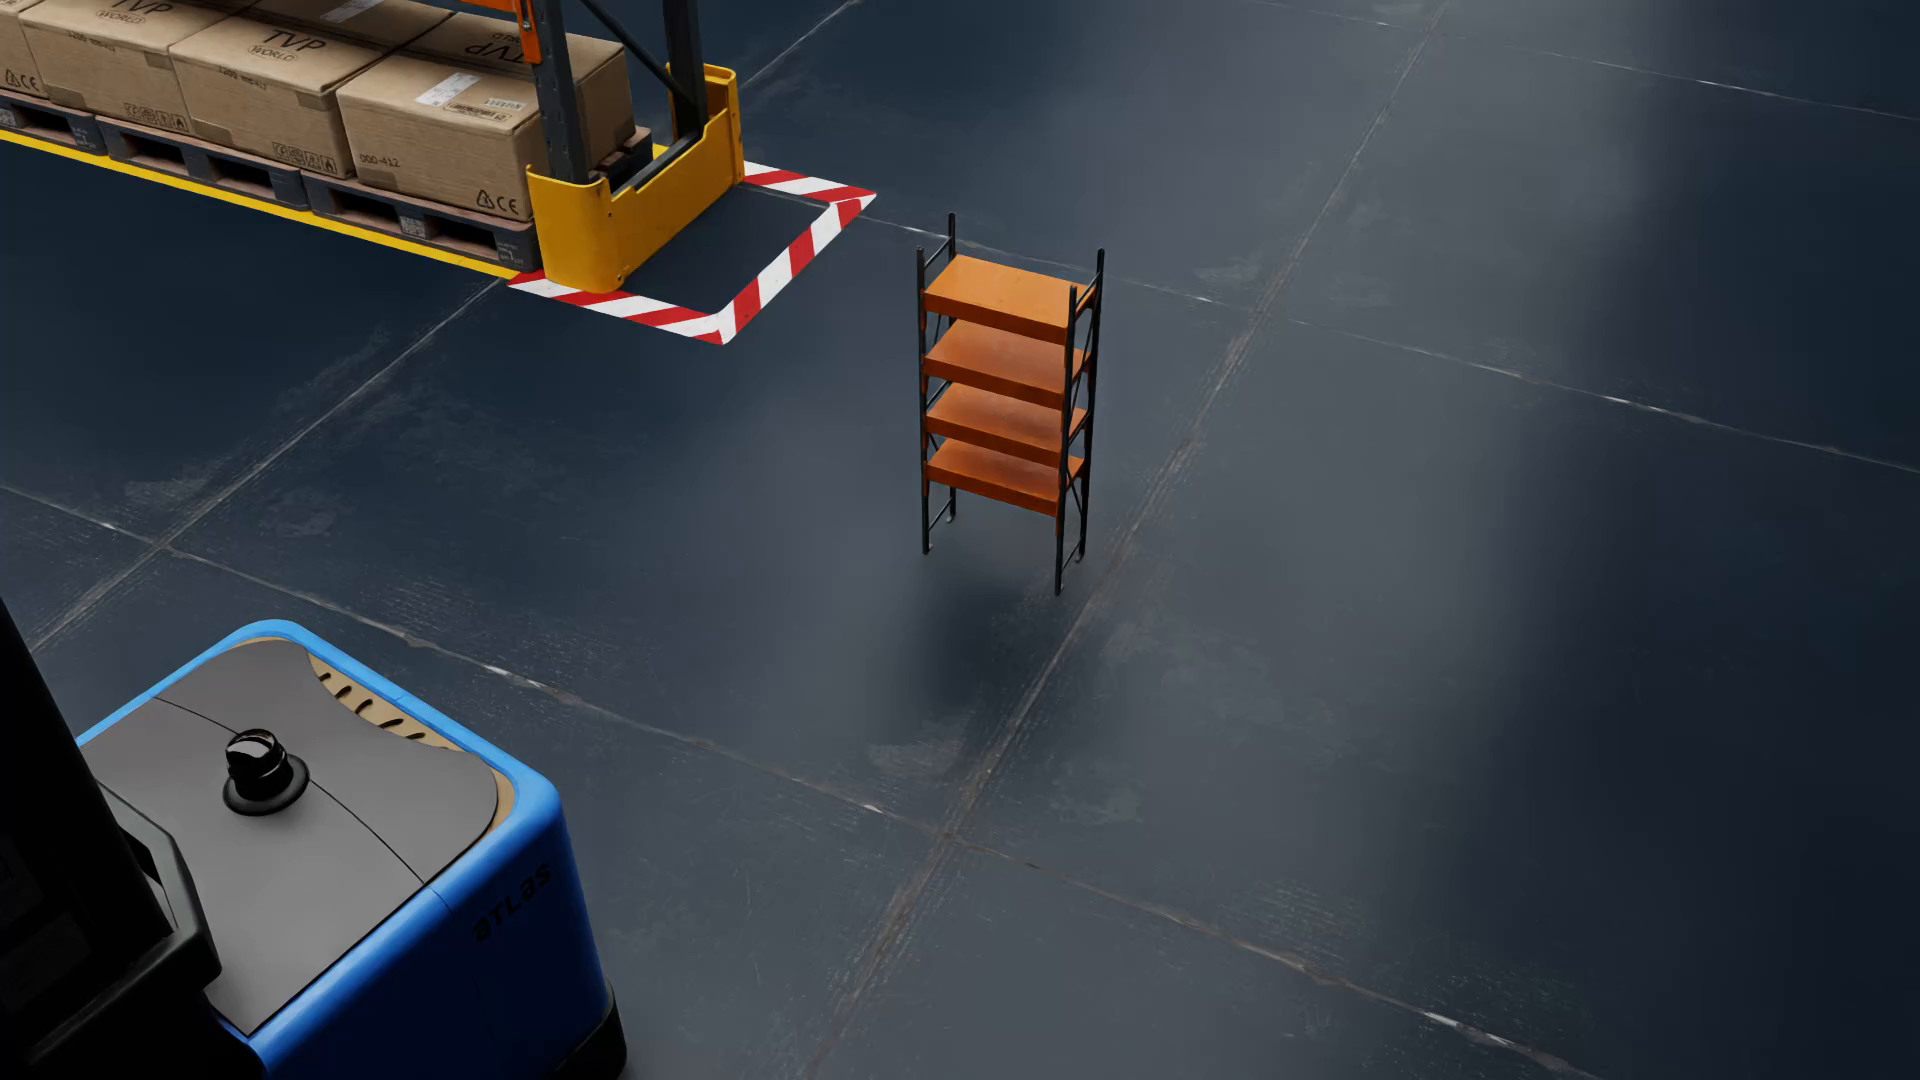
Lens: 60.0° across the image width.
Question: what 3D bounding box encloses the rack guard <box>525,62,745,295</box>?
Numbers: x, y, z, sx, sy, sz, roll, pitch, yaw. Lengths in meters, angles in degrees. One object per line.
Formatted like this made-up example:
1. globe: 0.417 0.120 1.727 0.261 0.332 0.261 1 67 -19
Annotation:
1. rack guard: -1.375 -1.592 7.206 0.348 0.500 1.175 17 44 19

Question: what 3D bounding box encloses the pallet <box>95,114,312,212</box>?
1. pallet: -3.256 -2.004 7.900 1.213 0.211 1.003 17 44 19

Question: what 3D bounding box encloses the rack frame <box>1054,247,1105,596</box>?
1. rack frame: 0.371 -0.340 5.226 0.015 1.200 0.240 17 44 19

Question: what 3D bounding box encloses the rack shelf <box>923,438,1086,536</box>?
1. rack shelf: 0.150 -0.207 5.478 0.480 0.148 0.258 17 44 19

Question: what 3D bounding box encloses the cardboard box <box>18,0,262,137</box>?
1. cardboard box: -3.686 -2.357 7.814 0.875 0.438 0.875 16 43 17

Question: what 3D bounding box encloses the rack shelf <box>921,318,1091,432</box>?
1. rack shelf: 0.150 -0.526 5.202 0.480 0.148 0.258 17 44 19

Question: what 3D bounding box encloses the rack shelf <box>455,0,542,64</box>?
1. rack shelf: -3.209 -2.826 7.269 4.000 0.370 1.077 17 44 19

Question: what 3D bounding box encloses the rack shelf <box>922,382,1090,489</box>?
1. rack shelf: 0.150 -0.357 5.348 0.480 0.148 0.258 17 44 19

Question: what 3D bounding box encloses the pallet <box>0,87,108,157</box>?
1. pallet: -4.365 -2.341 8.289 1.213 0.211 1.003 17 44 19

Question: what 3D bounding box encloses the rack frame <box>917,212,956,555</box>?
1. rack frame: -0.071 -0.475 5.382 0.015 1.200 0.240 17 44 19

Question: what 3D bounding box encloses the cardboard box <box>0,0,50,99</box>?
1. cardboard box: -4.498 -2.604 8.100 0.875 0.438 0.875 16 44 18

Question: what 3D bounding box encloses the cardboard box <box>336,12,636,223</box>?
1. cardboard box: -2.037 -1.858 7.238 0.875 0.438 0.875 16 43 17

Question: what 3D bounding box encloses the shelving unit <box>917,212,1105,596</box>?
1. shelving unit: 0.150 -0.408 5.304 0.503 1.200 0.258 17 44 19

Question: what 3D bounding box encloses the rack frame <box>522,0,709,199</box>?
1. rack frame: -1.396 -2.544 6.394 0.127 3.000 1.000 17 44 19

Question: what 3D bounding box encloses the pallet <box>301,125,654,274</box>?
1. pallet: -2.154 -1.665 7.510 1.213 0.211 1.003 17 44 19

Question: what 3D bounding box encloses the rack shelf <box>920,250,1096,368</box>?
1. rack shelf: 0.150 -0.705 5.047 0.480 0.148 0.258 17 44 19

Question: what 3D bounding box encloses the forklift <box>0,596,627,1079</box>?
1. forklift: -2.091 0.836 2.547 1.130 2.935 3.031 25 47 26

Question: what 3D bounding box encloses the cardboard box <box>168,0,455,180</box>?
1. cardboard box: -2.870 -2.106 7.525 0.875 0.438 0.875 18 44 20
